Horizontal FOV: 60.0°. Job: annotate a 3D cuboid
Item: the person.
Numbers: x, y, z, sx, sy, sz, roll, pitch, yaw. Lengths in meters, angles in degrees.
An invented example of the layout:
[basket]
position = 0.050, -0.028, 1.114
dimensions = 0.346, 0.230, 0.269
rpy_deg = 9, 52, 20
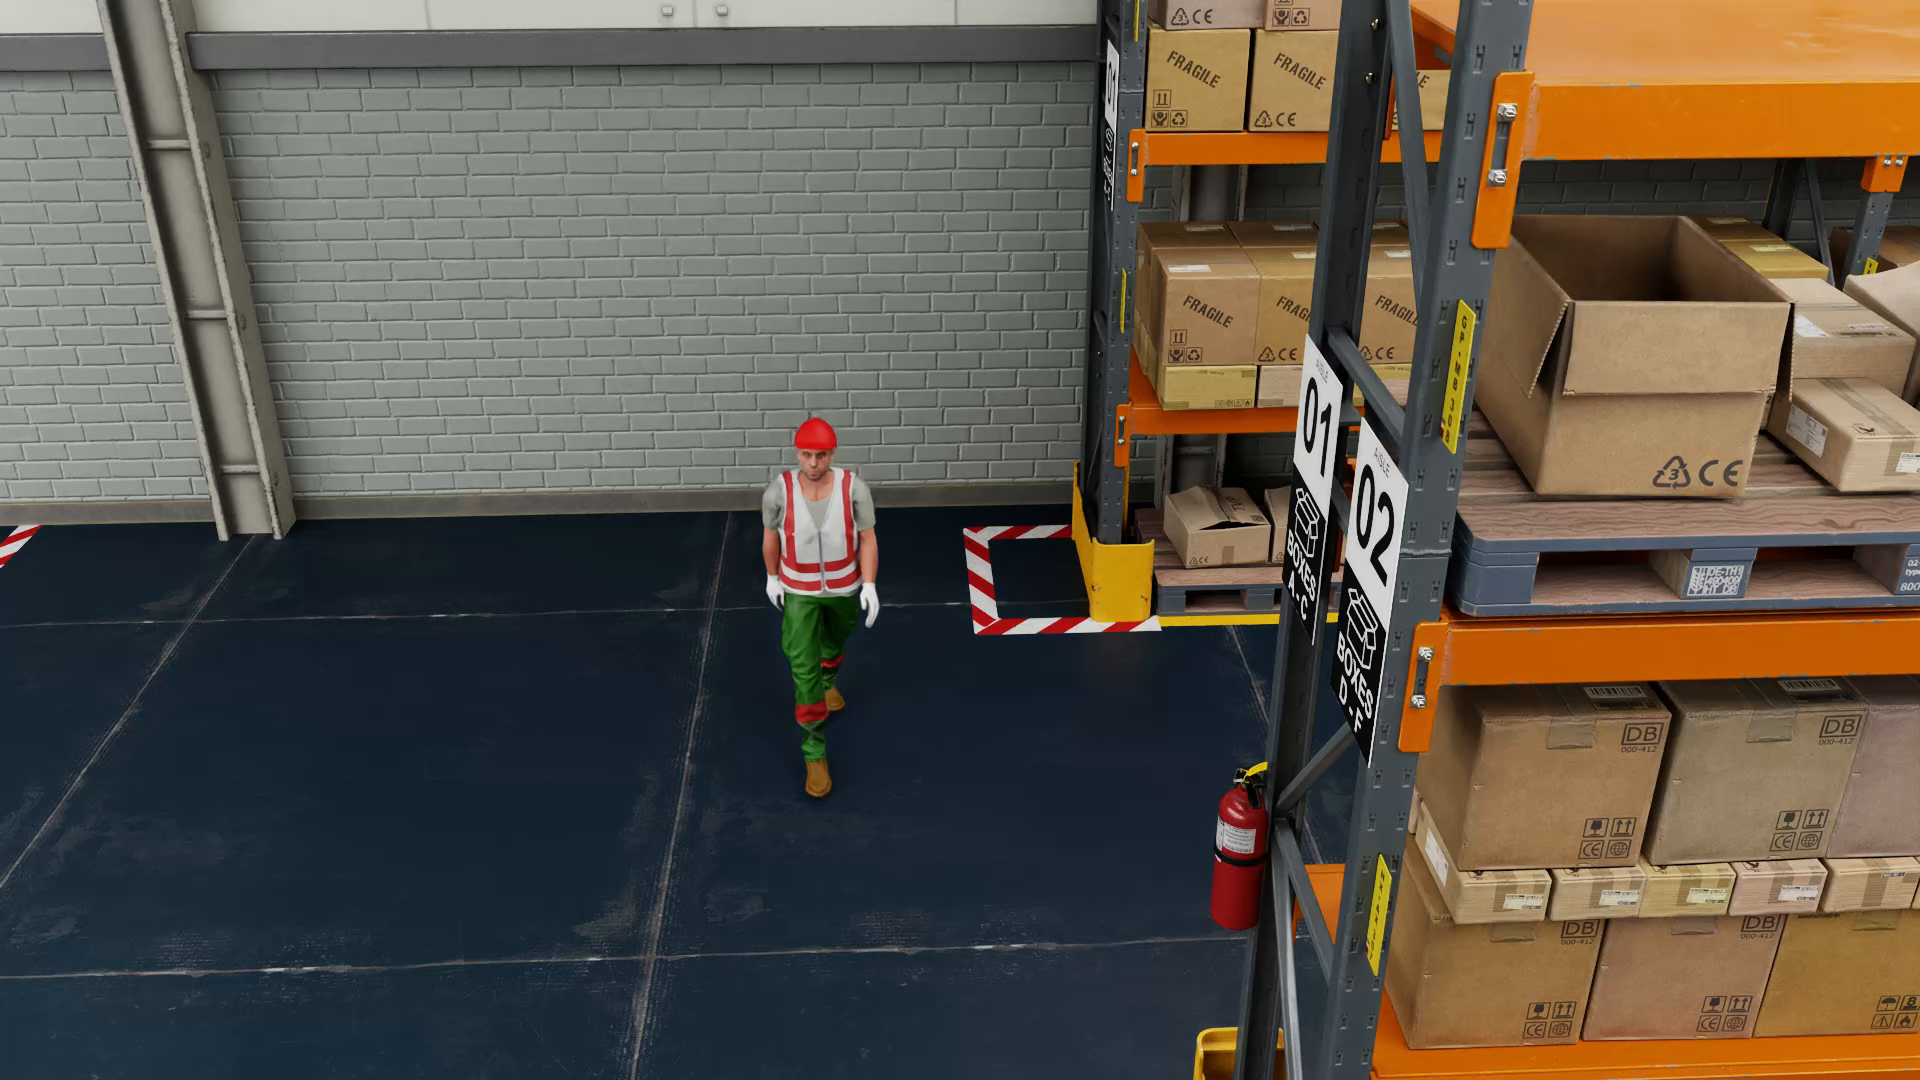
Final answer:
[person]
position = -0.657, 0.250, 8.062
dimensions = 0.542, 1.728, 1.028
rpy_deg = -5, 28, -10
